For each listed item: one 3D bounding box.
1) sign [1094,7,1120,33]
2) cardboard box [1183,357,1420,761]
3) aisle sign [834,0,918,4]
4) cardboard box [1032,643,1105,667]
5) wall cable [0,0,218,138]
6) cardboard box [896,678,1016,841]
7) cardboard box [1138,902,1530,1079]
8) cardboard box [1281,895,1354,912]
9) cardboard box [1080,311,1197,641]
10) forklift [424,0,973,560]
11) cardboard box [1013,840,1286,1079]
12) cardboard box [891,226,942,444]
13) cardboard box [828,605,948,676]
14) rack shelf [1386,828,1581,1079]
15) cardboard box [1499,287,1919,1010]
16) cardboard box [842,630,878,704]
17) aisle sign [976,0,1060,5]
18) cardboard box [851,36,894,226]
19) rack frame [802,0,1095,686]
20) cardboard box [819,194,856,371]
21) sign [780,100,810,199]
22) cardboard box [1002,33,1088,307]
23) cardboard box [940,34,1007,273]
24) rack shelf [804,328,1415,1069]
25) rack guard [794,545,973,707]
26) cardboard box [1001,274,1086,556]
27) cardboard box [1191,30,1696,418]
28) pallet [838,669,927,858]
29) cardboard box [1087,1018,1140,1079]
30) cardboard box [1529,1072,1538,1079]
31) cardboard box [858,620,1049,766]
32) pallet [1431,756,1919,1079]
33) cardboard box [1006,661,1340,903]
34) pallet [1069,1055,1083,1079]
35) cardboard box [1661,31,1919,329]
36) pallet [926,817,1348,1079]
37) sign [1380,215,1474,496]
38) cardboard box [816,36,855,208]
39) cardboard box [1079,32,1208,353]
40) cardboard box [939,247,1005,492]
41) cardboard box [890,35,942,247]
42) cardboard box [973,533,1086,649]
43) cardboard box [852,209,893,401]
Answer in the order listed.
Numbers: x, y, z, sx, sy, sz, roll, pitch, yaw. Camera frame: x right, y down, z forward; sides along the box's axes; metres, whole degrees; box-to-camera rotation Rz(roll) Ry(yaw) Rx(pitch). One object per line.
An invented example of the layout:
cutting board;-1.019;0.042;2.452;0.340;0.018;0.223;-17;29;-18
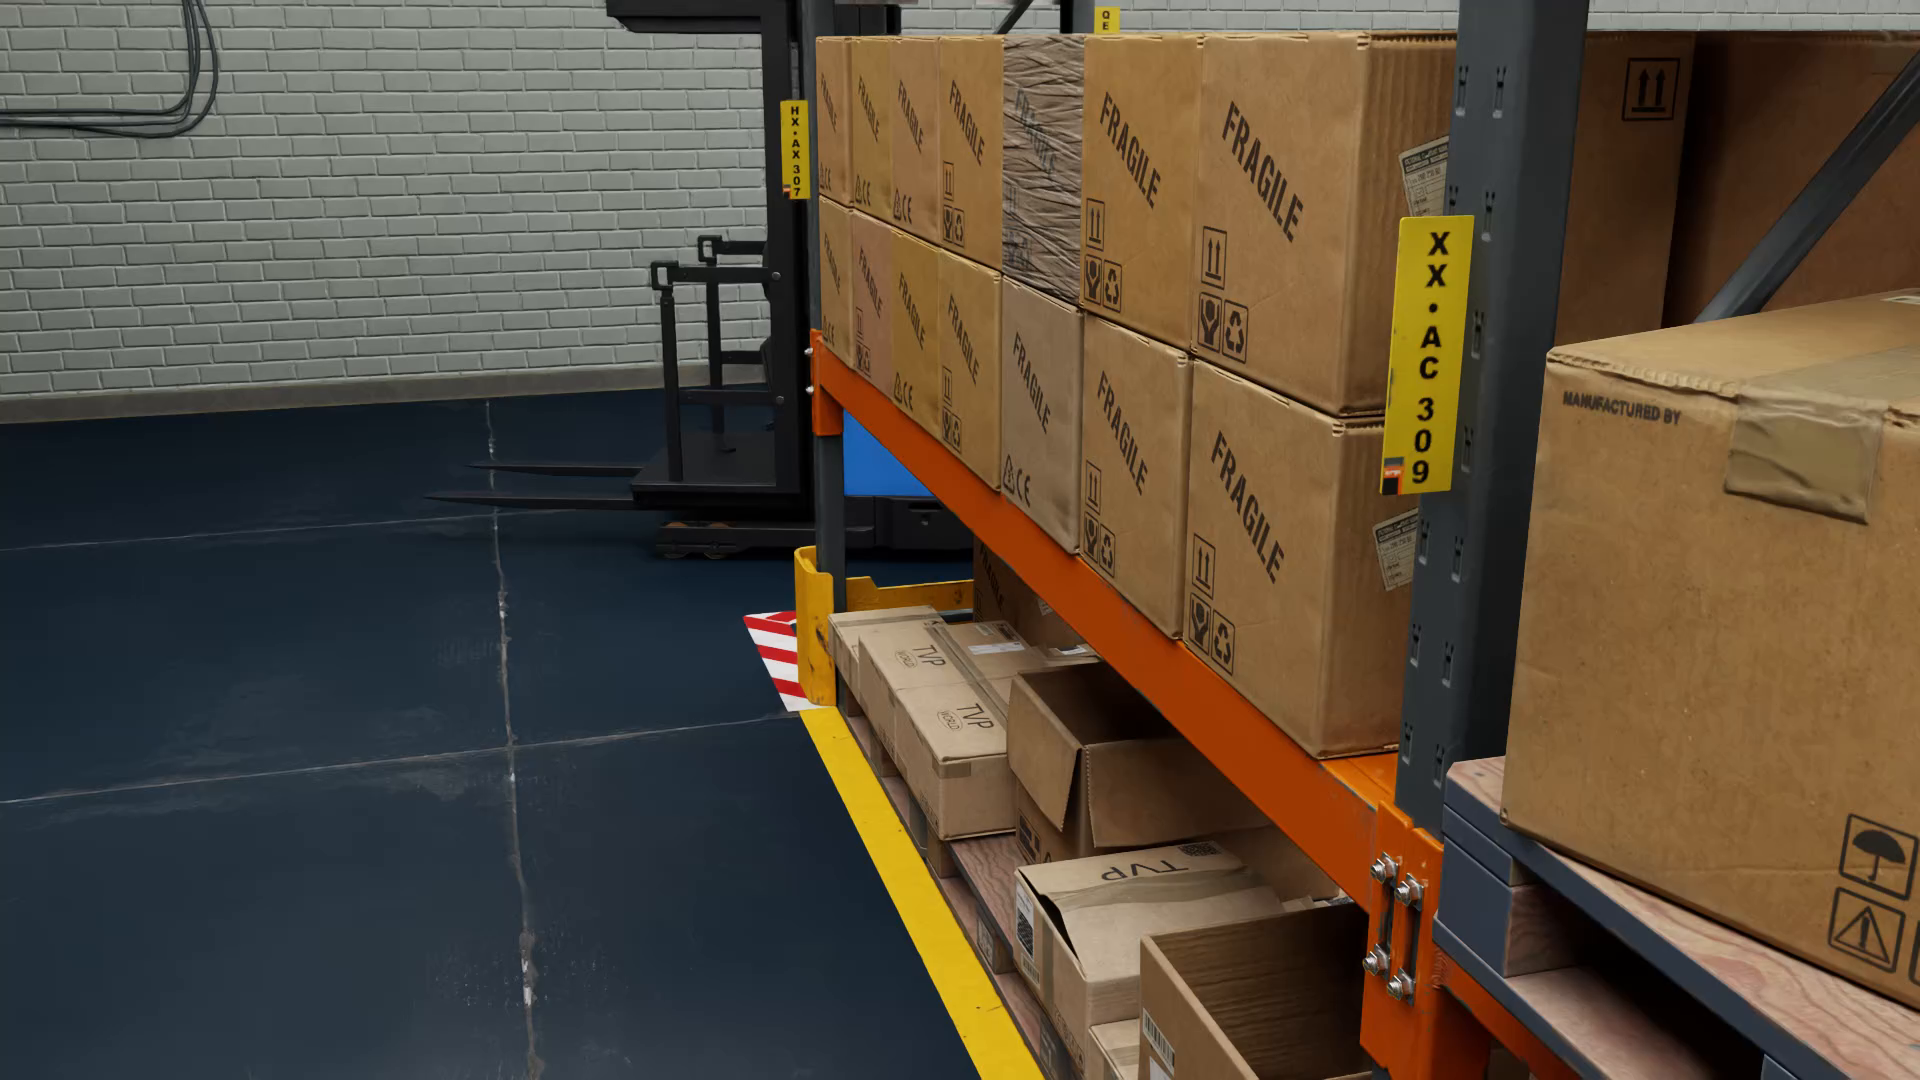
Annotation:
sign;0.507;-1.694;5.815;0.100;0.325;0.005;-5;17;-15
cardboard box;0.683;-0.009;2.594;0.500;0.500;0.500;-4;17;-14
aisle sign;-0.333;-2.190;5.511;0.394;0.787;0.004;-5;17;-15
cardboard box;0.379;0.447;5.411;0.380;0.166;0.250;-5;17;-15
wall cable;-6.005;-3.536;9.478;3.097;2.526;0.112;-5;17;-15
cardboard box;0.119;0.606;4.735;0.500;0.250;0.500;-5;17;-15
cardboard box;0.638;1.008;2.962;0.500;0.500;0.500;-5;17;-15
cardboard box;0.912;0.931;3.797;0.380;0.166;0.250;-5;17;-15
cardboard box;0.540;-0.151;3.069;0.500;0.500;0.500;-4;17;-14
forklift;-1.004;-1.465;7.734;3.031;2.935;1.130;1;17;3
cardboard box;0.432;0.891;3.680;0.500;0.311;0.500;-5;17;-15
cardboard box;0.118;-0.572;4.470;0.500;0.500;0.500;-5;17;-15
cardboard box;-0.248;0.348;5.770;0.380;0.149;0.250;-5;17;-15
rack shelf;1.617;1.055;0.478;1.077;0.370;4.000;-5;17;-15
cardboard box;0.982;0.057;1.646;0.700;0.500;0.500;-12;20;-34
cardboard box;-0.179;0.409;5.537;0.380;0.166;0.250;-5;17;-15
aisle sign;0.243;-2.238;5.669;0.394;0.787;0.004;-5;17;-15
cardboard box;-0.013;-1.189;4.784;0.500;0.500;0.500;-5;17;-15
rack frame;-0.032;-0.950;5.899;1.000;3.000;0.127;-5;17;-15
cardboard box;-0.164;-0.854;5.407;0.500;0.500;0.500;-4;17;-14
sign;-0.554;-1.321;5.632;0.100;0.325;0.005;-5;17;-15
cardboard box;0.397;-0.770;3.390;0.500;0.500;0.500;-5;17;-15
cardboard box;0.260;-0.909;3.854;0.500;0.500;0.500;-5;17;-16
rack shelf;0.517;-0.052;4.161;1.077;0.370;4.000;-5;17;-15
rack guard;-0.011;0.269;6.189;1.175;0.500;0.348;-5;17;-15
cardboard box;0.397;-0.293;3.541;0.500;0.500;0.500;-4;17;-14
cardboard box;0.679;-0.489;2.455;0.500;0.500;0.500;-5;17;-15
pallet;0.209;0.628;5.496;1.003;0.211;1.213;-5;17;-15
cardboard box;0.477;1.077;3.342;0.380;0.149;0.250;-5;17;-15
cardboard box;1.160;1.101;2.983;0.500;0.311;0.500;-5;17;-15
cardboard box;-0.018;0.468;5.196;0.500;0.250;0.500;-5;17;-15
pallet;1.182;0.478;1.479;1.003;0.211;1.213;-5;17;-15
cardboard box;0.546;0.622;4.240;0.797;0.503;0.637;-5;17;-15
pallet;0.879;1.302;3.250;1.003;0.211;1.213;-5;17;-15
cardboard box;1.208;-0.522;2.565;0.500;0.500;0.500;-4;17;-14
pallet;0.540;0.964;4.375;1.003;0.211;1.213;-5;17;-15
sign;0.547;-0.213;1.941;0.100;0.325;0.005;-5;17;-15
cardboard box;-0.164;-1.333;5.263;0.500;0.500;0.500;-4;17;-14
cardboard box;0.536;-0.631;2.926;0.500;0.500;0.500;-5;17;-16
cardboard box;0.254;-0.434;4.009;0.500;0.500;0.500;-4;17;-15
cardboard box;0.120;-1.050;4.322;0.500;0.500;0.500;-4;17;-14
cardboard box;0.354;0.168;5.760;0.500;0.500;0.500;-5;17;-15
cardboard box;-0.017;-0.712;4.933;0.500;0.500;0.500;-5;17;-16
